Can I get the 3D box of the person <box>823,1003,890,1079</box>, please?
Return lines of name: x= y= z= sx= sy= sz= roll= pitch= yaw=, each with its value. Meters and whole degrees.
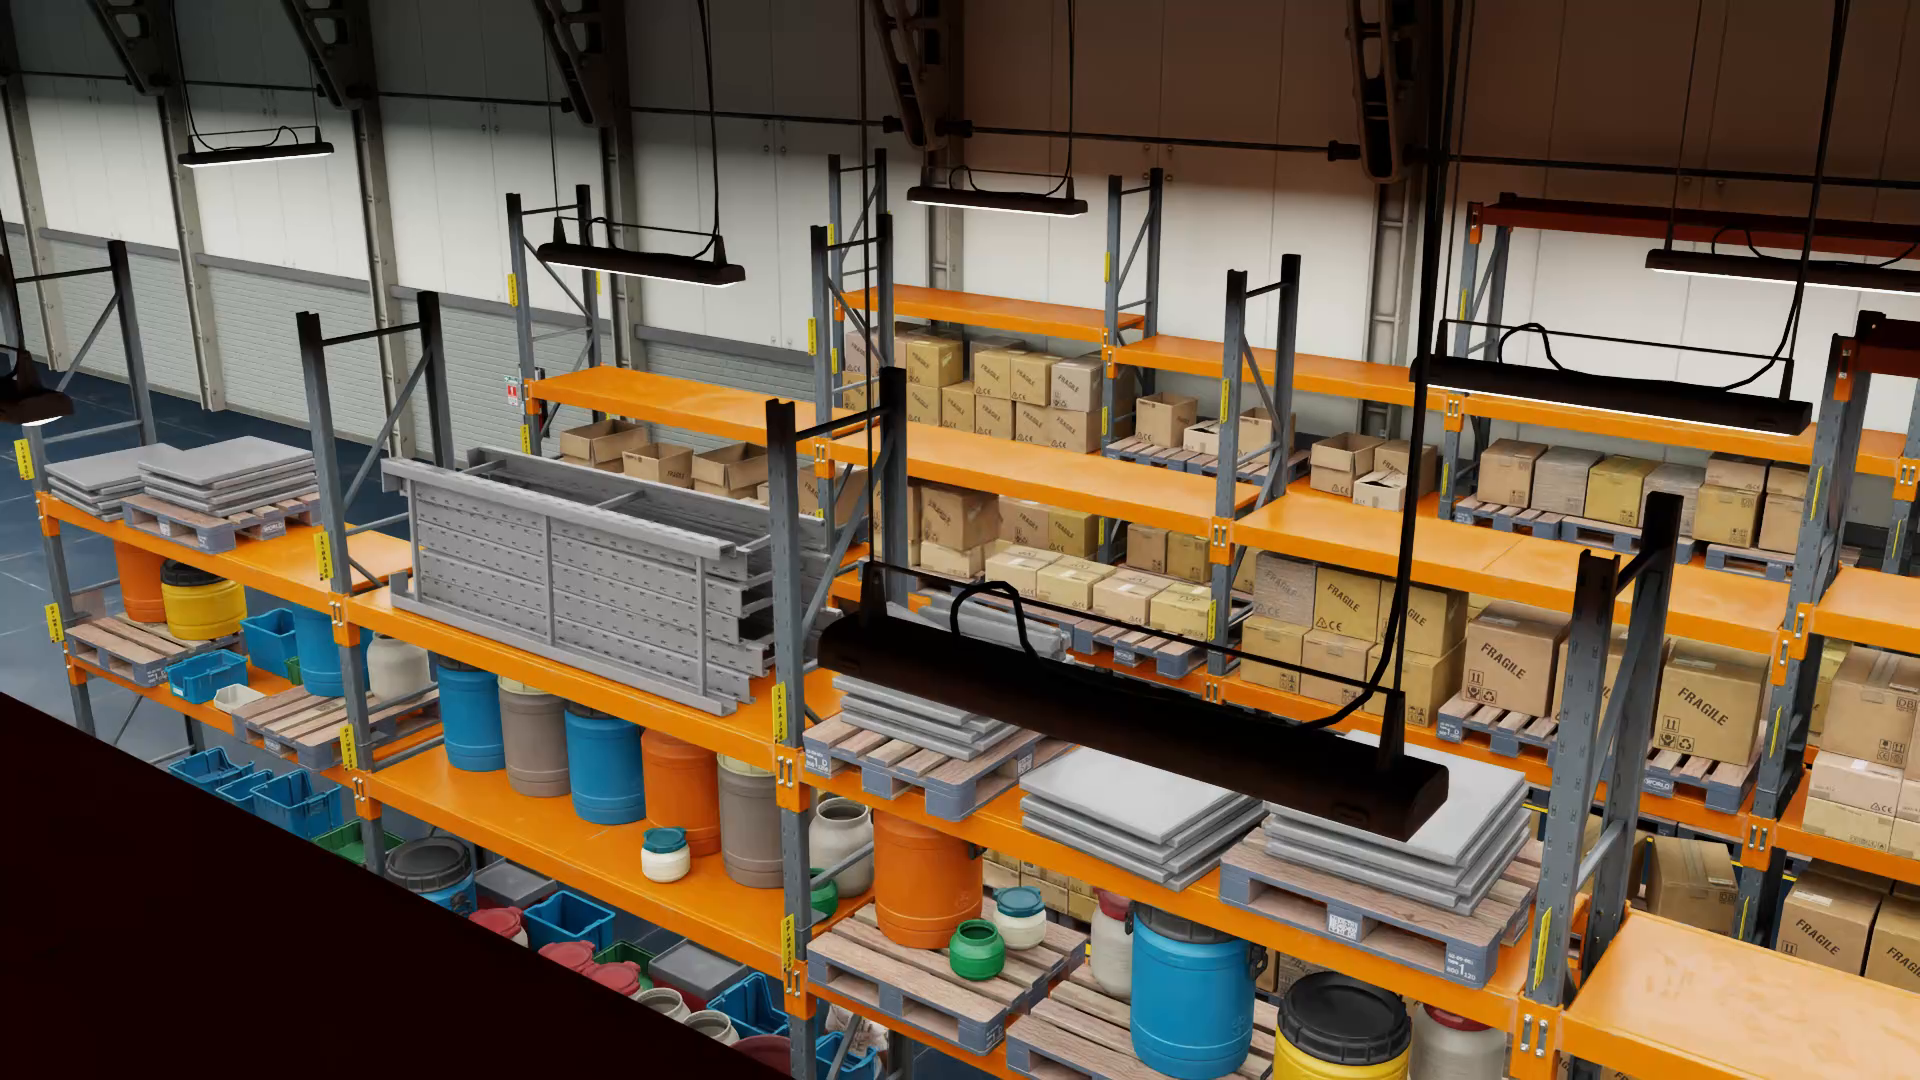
person: x=-0.669 y=3.666 z=11.598 sx=0.903 sy=1.615 sz=0.515 roll=-12 pitch=22 yaw=-33
